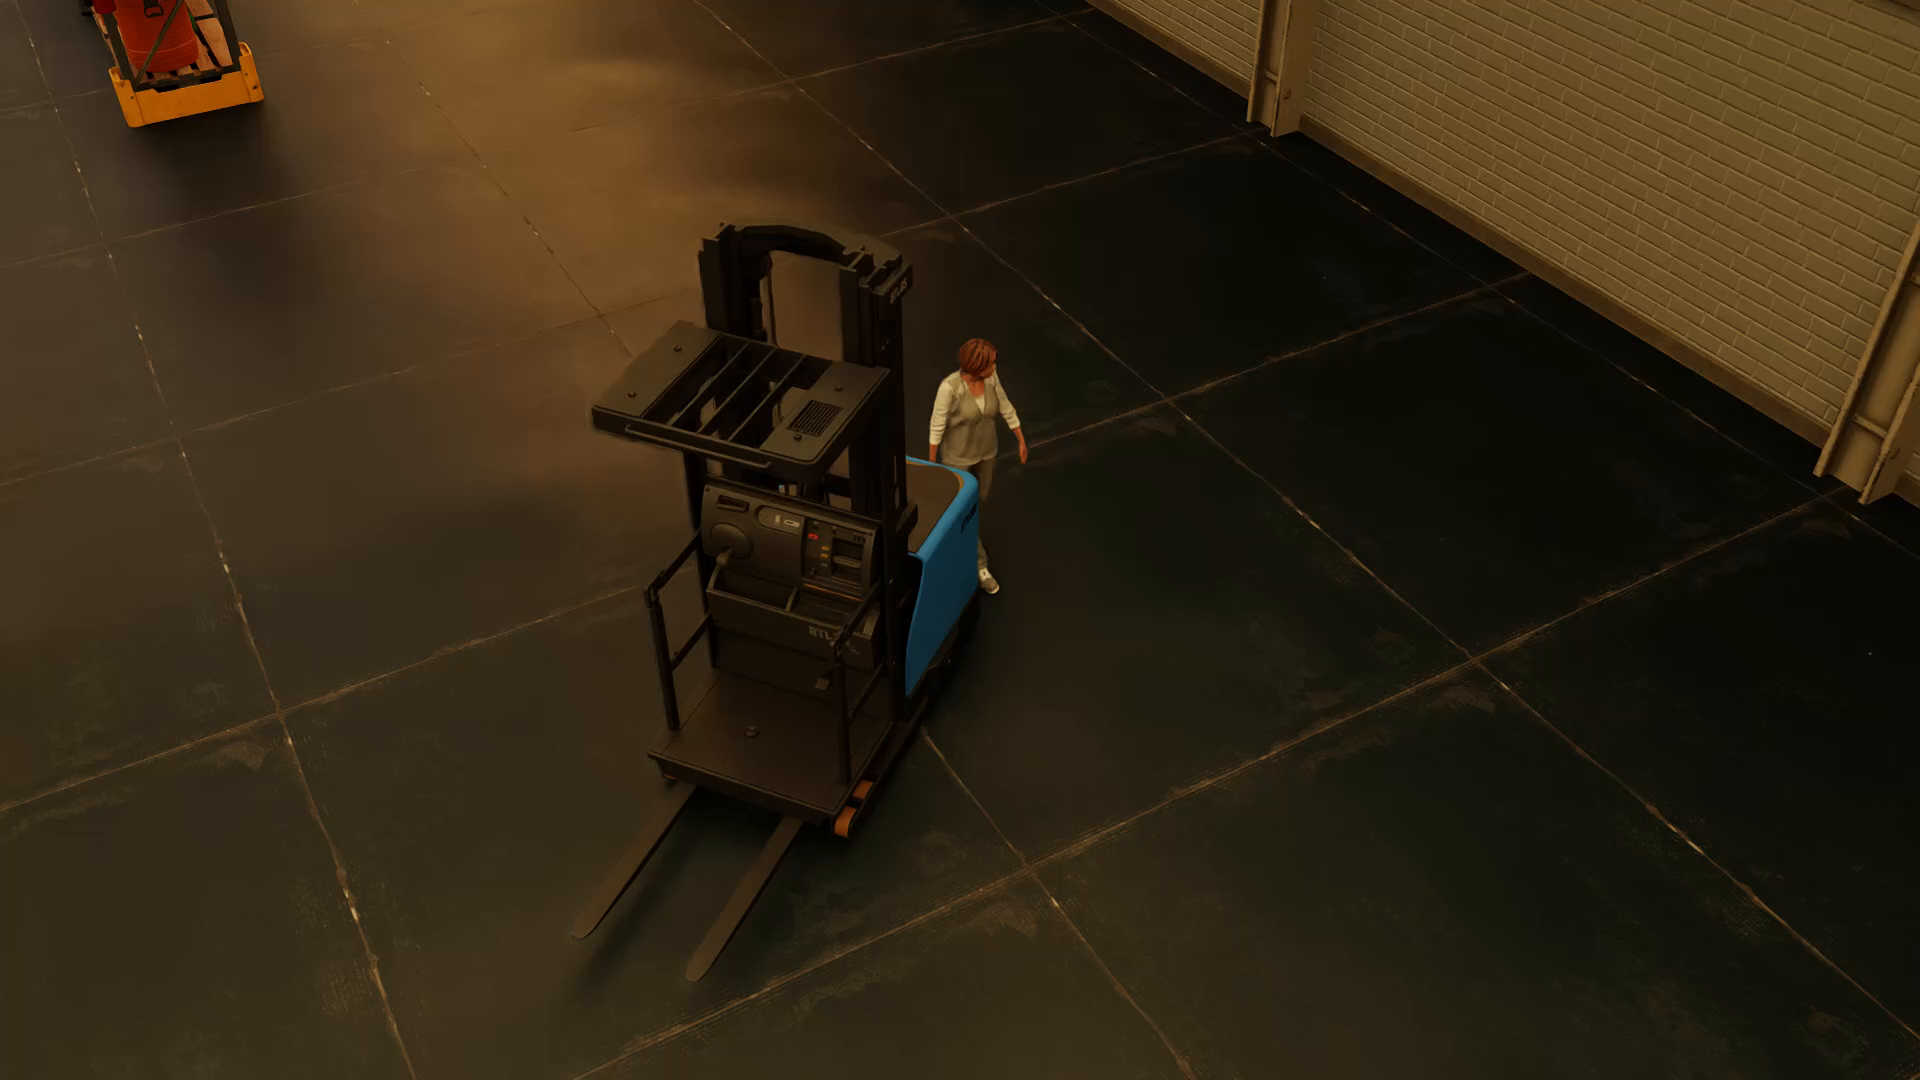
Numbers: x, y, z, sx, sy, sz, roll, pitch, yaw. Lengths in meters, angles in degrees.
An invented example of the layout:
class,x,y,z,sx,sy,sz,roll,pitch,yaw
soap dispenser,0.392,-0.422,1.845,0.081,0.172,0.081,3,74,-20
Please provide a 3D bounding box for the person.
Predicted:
class,x,y,z,sx,sy,sz,roll,pitch,yaw
person,0.111,-0.466,9.666,0.579,1.574,0.648,-26,46,-28

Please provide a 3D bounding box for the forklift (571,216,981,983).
class,x,y,z,sx,sy,sz,roll,pitch,yaw
forklift,-0.921,0.082,7.938,1.130,2.935,3.031,15,42,17
